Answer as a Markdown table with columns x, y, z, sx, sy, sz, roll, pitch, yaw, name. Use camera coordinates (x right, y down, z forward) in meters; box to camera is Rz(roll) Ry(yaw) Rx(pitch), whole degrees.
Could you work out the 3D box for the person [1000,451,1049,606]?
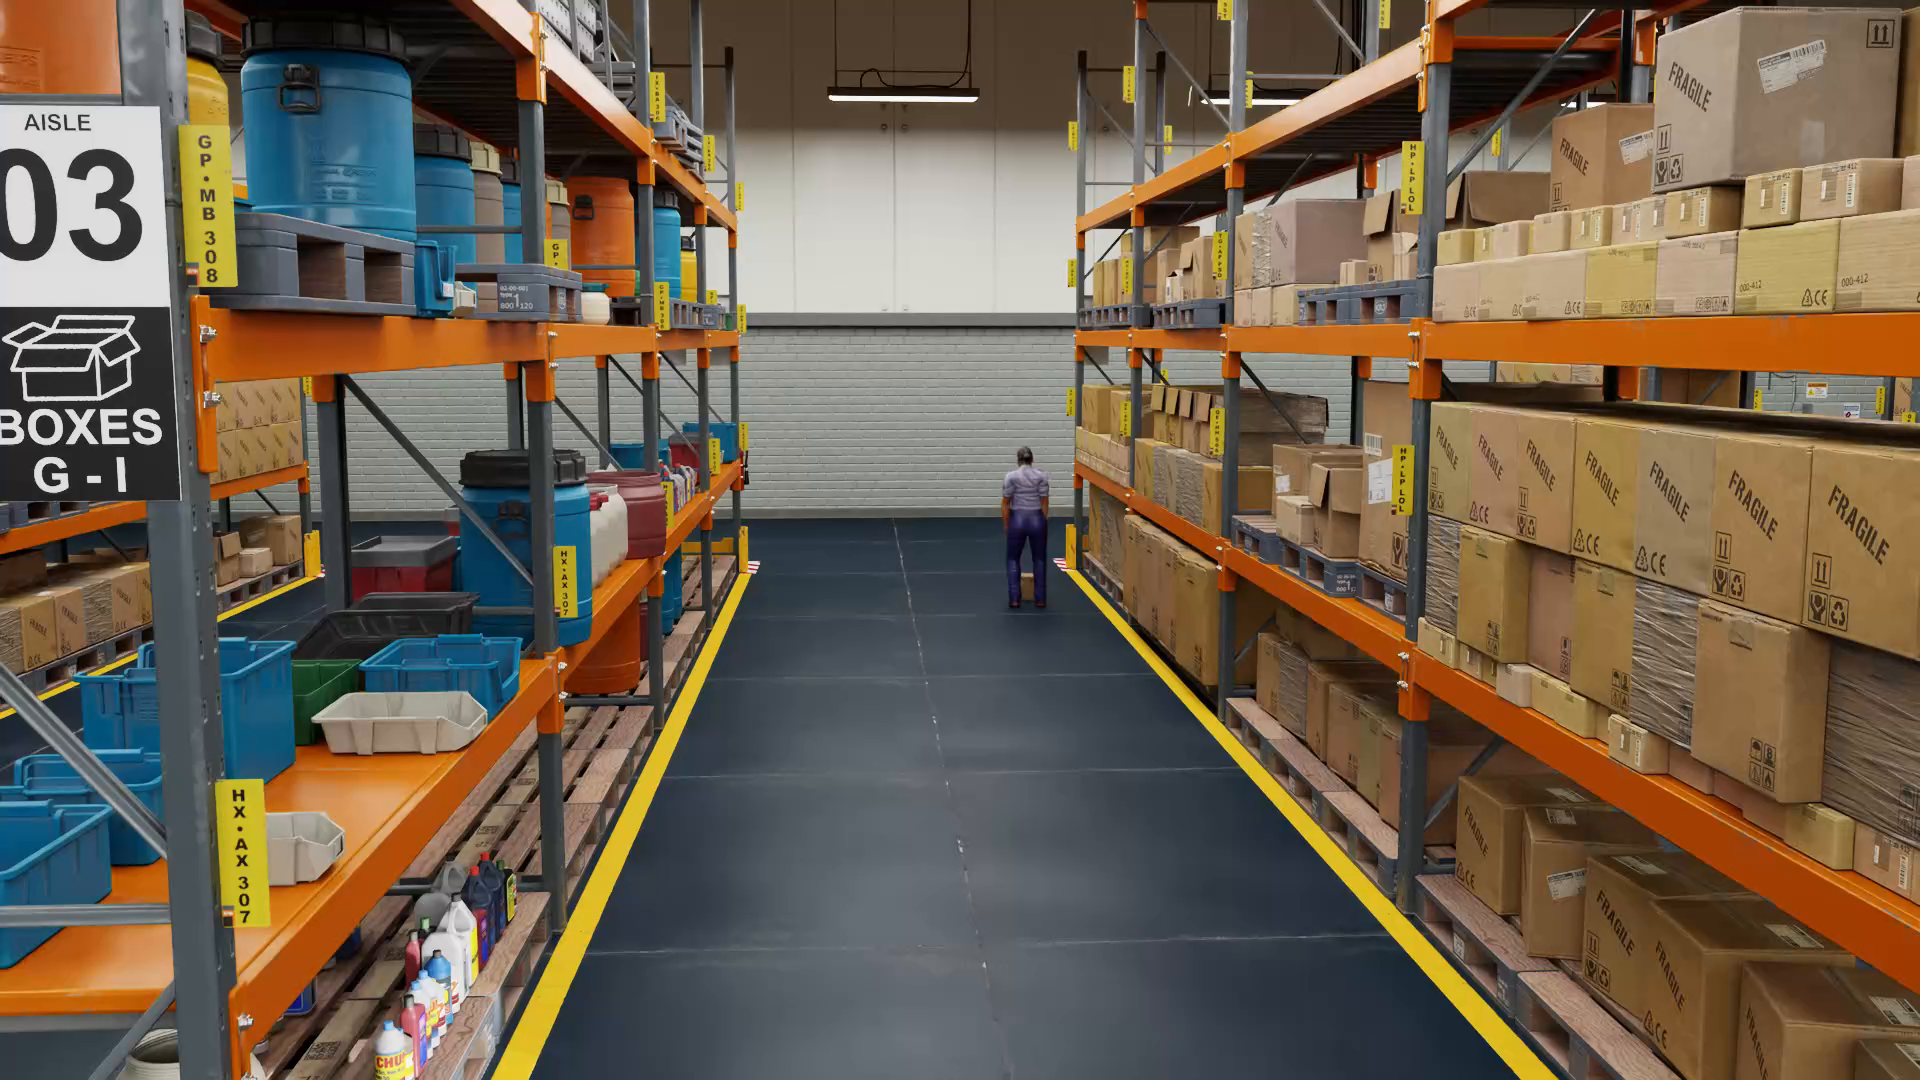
| x | y | z | sx | sy | sz | roll | pitch | yaw | name |
| --- | --- | --- | --- | --- | --- | --- | --- | --- | --- |
| 0.659 | -0.103 | 16.962 | 0.504 | 1.587 | 0.426 | 0 | 7 | -2 | person |
